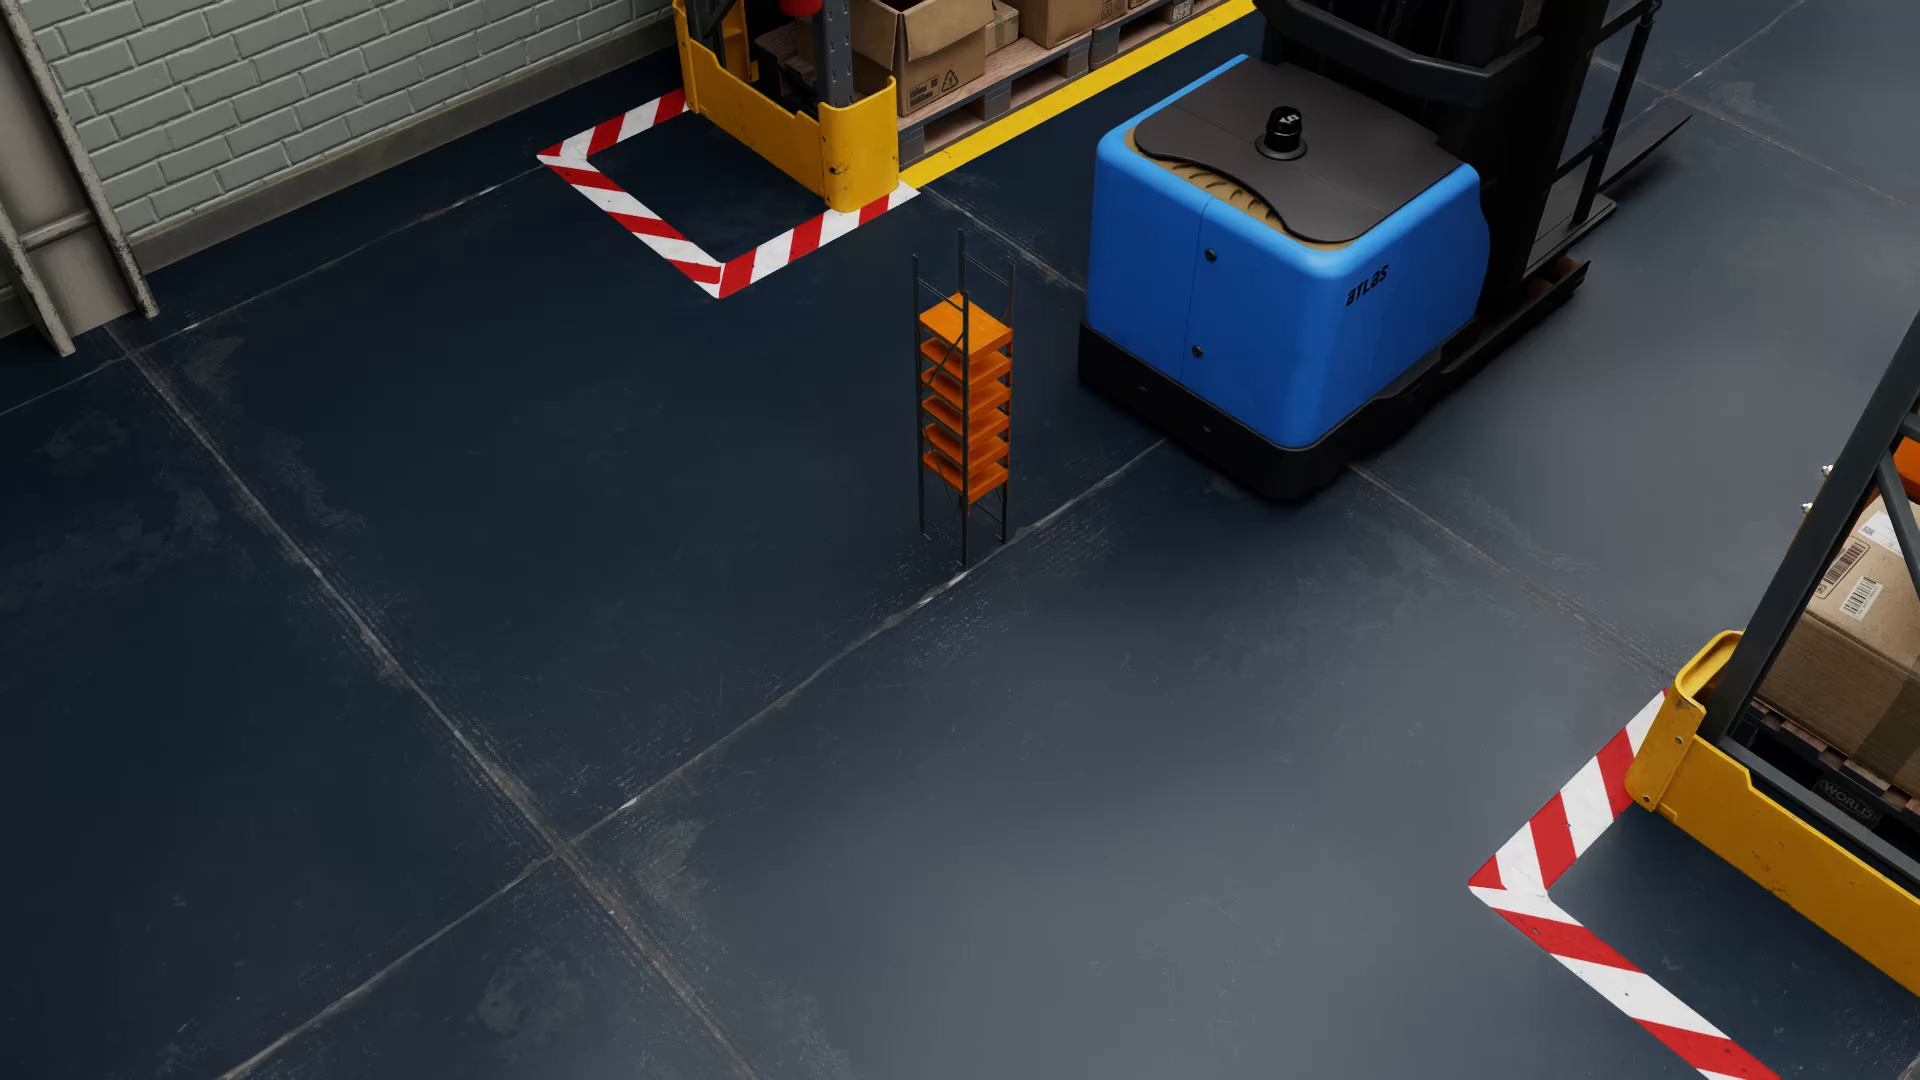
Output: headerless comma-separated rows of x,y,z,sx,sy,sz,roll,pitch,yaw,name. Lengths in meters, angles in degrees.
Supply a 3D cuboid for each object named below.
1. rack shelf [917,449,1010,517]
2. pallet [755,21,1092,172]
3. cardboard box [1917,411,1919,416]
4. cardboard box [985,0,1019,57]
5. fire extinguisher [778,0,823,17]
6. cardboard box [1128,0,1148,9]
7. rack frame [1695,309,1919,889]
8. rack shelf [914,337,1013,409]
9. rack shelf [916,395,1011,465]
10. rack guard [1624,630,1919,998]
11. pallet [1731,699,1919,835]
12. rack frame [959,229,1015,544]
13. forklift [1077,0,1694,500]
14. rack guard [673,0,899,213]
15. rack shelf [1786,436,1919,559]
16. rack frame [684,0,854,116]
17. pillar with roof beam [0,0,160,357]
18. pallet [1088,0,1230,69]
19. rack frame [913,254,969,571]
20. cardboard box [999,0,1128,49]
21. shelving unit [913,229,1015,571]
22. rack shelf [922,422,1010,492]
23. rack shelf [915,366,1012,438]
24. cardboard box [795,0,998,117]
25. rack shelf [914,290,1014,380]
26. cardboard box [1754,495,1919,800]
0.011,-0.221,5.525,0.180,0.103,0.258,-34,56,-27,rack shelf
-0.166,-2.230,7.664,1.213,0.211,1.003,-34,56,-27,pallet
2.710,-0.463,4.068,0.500,0.500,0.500,-33,56,-27,cardboard box
0.046,-2.359,7.540,0.250,0.149,0.380,-36,57,-28,cardboard box
-0.609,-2.267,6.107,0.183,0.674,0.296,-34,56,-27,fire extinguisher
0.822,-2.898,7.798,0.500,0.500,0.500,-33,55,-27,cardboard box
2.531,-0.046,3.752,0.127,3.000,1.000,-34,56,-27,rack frame
0.011,-0.547,5.172,0.180,0.103,0.258,-34,56,-27,rack shelf
0.011,-0.384,5.348,0.180,0.103,0.258,-34,56,-27,rack shelf
2.513,0.813,4.660,0.348,0.500,1.175,-34,56,-27,rack guard
3.070,0.461,5.181,1.213,0.211,1.003,-34,56,-27,pallet
0.078,-0.459,5.357,0.006,1.200,0.240,-34,56,-27,rack frame
1.847,-2.103,5.696,3.031,2.935,1.130,-36,57,-28,forklift
-0.755,-1.934,7.194,0.348,0.500,1.175,-34,56,-27,rack guard
4.011,-0.791,4.929,4.000,0.370,1.077,-34,56,-27,rack shelf
-0.811,-2.744,6.241,0.127,3.000,1.000,-34,56,-27,rack frame
-0.516,-1.594,1.098,0.400,9.000,9.100,-34,56,-27,pillar with roof beam
0.737,-2.830,8.218,1.213,0.211,1.003,-34,56,-27,pallet
-0.057,-0.369,5.274,0.006,1.200,0.240,-34,56,-27,rack frame
0.364,-2.691,7.607,0.500,0.500,0.700,-32,55,-26,cardboard box
0.011,-0.414,5.316,0.189,1.200,0.258,-34,56,-27,shelving unit
0.011,-0.303,5.436,0.180,0.103,0.258,-34,56,-27,rack shelf
0.011,-0.465,5.260,0.180,0.103,0.258,-34,56,-27,rack shelf
-0.295,-2.290,7.235,0.637,0.503,0.797,-36,57,-28,cardboard box
0.011,-0.628,5.084,0.180,0.103,0.258,-34,56,-27,rack shelf
2.952,0.299,4.891,0.875,0.438,0.875,-36,57,-28,cardboard box
